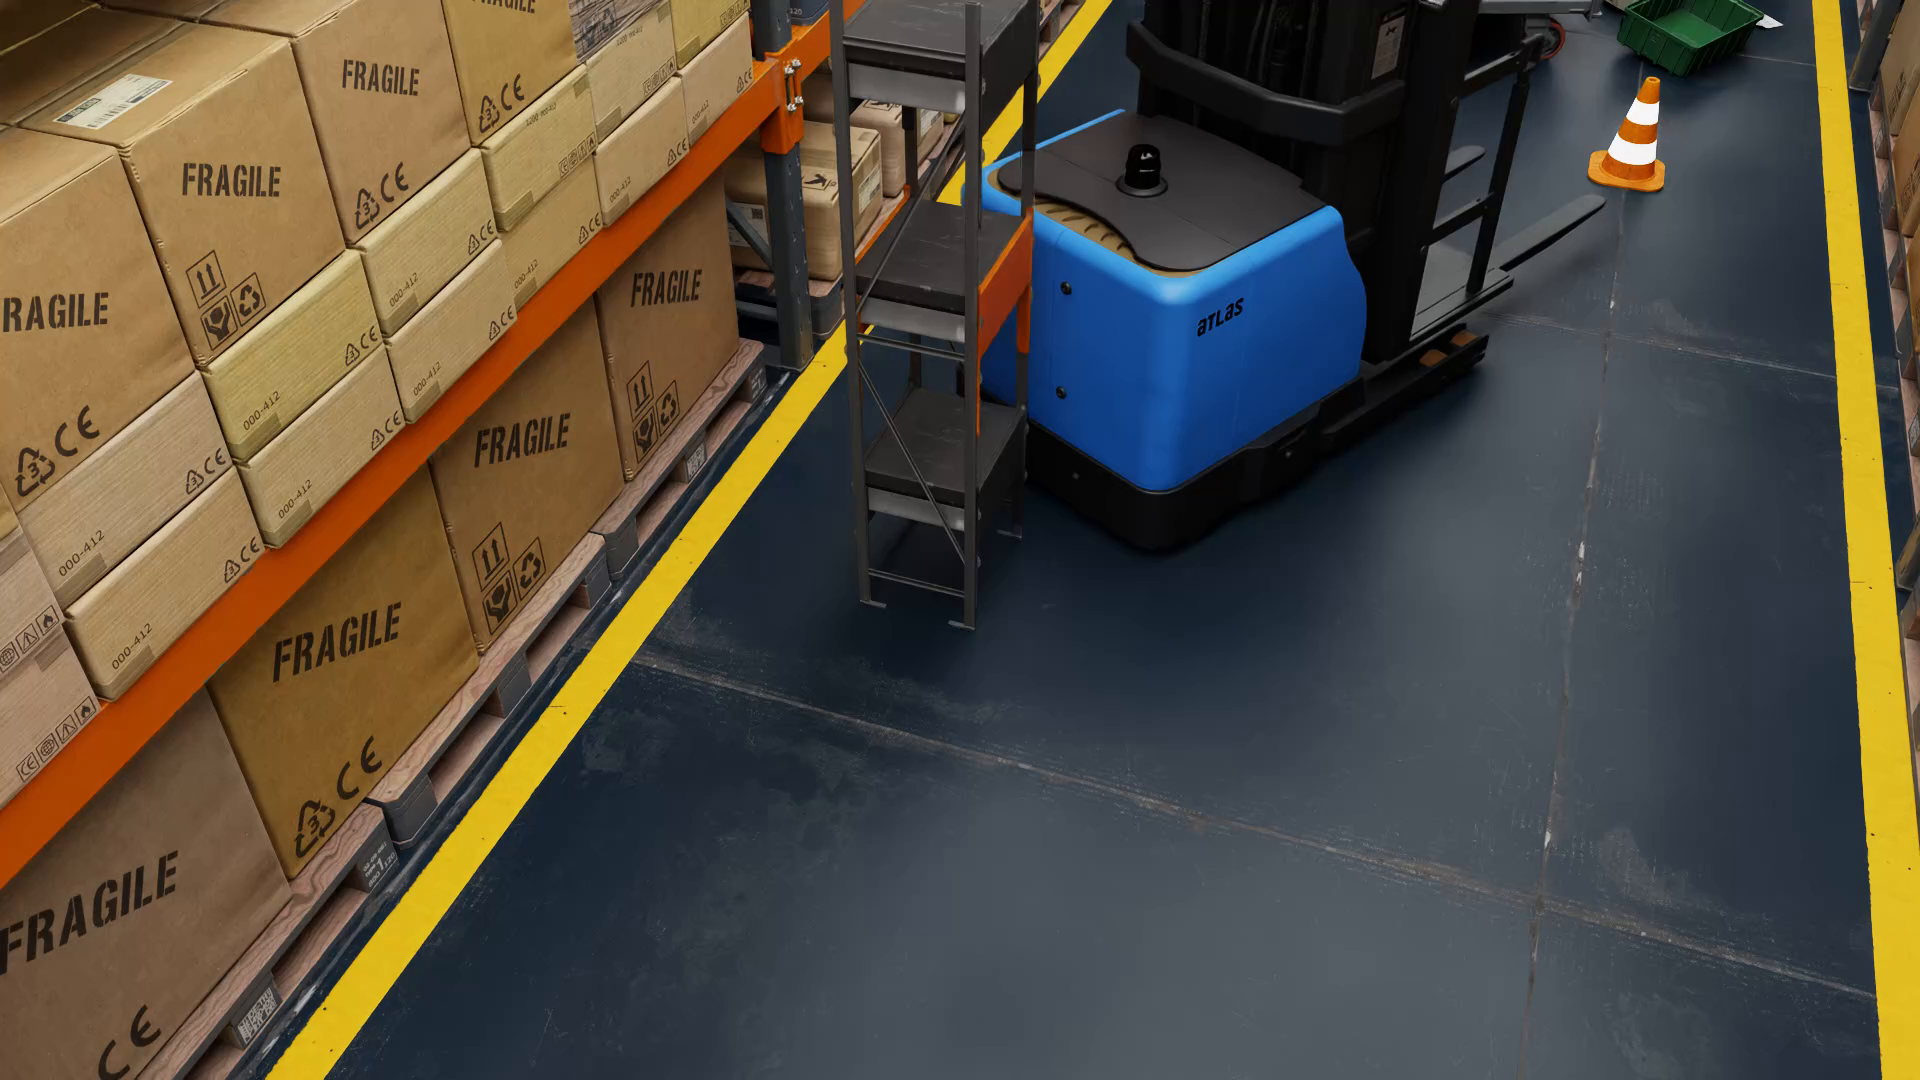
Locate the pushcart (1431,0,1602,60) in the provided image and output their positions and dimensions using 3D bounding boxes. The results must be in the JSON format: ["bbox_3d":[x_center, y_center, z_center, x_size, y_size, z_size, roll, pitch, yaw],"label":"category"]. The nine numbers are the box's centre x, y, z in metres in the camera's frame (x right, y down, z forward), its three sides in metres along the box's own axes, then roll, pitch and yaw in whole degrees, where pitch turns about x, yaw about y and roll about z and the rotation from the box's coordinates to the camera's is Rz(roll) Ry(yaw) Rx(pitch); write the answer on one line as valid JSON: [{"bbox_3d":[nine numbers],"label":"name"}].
[{"bbox_3d":[2.460,-2.904,8.863,1.648,0.377,0.936,0,40,0],"label":"pushcart"}]

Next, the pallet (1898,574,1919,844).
[{"bbox_3d":[3.350,0.636,4.842,1.003,0.211,1.213,13,42,15],"label":"pallet"}]

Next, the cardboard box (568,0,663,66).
[{"bbox_3d":[-1.167,-1.668,4.547,0.500,0.500,0.500,14,42,16],"label":"cardboard box"}]

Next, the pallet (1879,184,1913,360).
[{"bbox_3d":[4.378,-1.046,6.813,1.003,0.211,1.213,13,42,15],"label":"pallet"}]

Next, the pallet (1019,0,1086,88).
[{"bbox_3d":[0.035,-2.841,8.918,1.003,0.211,1.213,13,42,15],"label":"pallet"}]

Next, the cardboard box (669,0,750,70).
[{"bbox_3d":[-0.995,-1.719,5.184,0.500,0.250,0.500,13,42,15],"label":"cardboard box"}]

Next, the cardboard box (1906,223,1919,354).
[{"bbox_3d":[4.207,-1.090,6.126,1.050,0.750,0.750,14,42,16],"label":"cardboard box"}]

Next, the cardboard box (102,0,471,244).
[{"bbox_3d":[-1.522,-1.060,3.833,0.500,0.500,0.500,13,42,14],"label":"cardboard box"}]

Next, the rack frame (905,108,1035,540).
[{"bbox_3d":[0.027,-0.847,5.125,0.400,2.100,0.015,13,42,15],"label":"rack frame"}]

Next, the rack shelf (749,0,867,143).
[{"bbox_3d":[-0.384,-2.884,7.373,1.077,0.370,4.000,13,42,15],"label":"rack shelf"}]

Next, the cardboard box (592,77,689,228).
[{"bbox_3d":[-1.157,-1.200,4.960,0.500,0.250,0.500,14,42,16],"label":"cardboard box"}]

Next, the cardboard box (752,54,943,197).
[{"bbox_3d":[-0.620,-1.892,7.358,0.950,0.372,0.625,13,42,14],"label":"cardboard box"}]

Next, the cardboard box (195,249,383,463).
[{"bbox_3d":[-1.671,-0.463,3.712,0.500,0.250,0.500,14,42,16],"label":"cardboard box"}]

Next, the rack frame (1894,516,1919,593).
[{"bbox_3d":[3.618,-0.901,4.495,1.000,3.000,0.127,13,42,15],"label":"rack frame"}]

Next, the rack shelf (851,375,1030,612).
[{"bbox_3d":[-0.057,-0.155,5.413,0.431,0.518,0.480,13,42,15],"label":"rack shelf"}]

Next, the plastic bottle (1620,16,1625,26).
[{"bbox_3d":[3.662,-2.726,8.898,0.133,0.061,0.283,-7,41,-8],"label":"plastic bottle"}]

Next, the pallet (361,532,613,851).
[{"bbox_3d":[-1.827,0.329,5.202,1.003,0.211,1.213,13,42,15],"label":"pallet"}]

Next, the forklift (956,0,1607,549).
[{"bbox_3d":[1.421,-1.909,5.730,3.031,2.935,1.130,-30,49,-31],"label":"forklift"}]

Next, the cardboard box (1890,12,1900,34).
[{"bbox_3d":[5.267,-3.060,8.339,0.875,0.875,0.875,14,42,16],"label":"cardboard box"}]

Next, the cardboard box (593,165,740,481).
[{"bbox_3d":[-1.382,-0.886,5.791,0.875,0.875,0.875,13,42,15],"label":"cardboard box"}]

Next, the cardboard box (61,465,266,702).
[{"bbox_3d":[-1.862,0.033,3.516,0.500,0.250,0.500,12,42,14],"label":"cardboard box"}]

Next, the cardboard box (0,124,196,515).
[{"bbox_3d":[-1.867,-0.438,3.104,0.500,0.500,0.500,13,42,15],"label":"cardboard box"}]

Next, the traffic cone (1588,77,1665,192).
[{"bbox_3d":[3.109,-1.893,7.612,0.336,0.463,0.334,13,42,15],"label":"traffic cone"}]

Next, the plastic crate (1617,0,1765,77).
[{"bbox_3d":[3.814,-2.689,8.713,0.662,0.188,0.450,-29,58,-29],"label":"plastic crate"}]

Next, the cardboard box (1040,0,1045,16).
[{"bbox_3d":[-0.120,-2.778,8.396,0.950,0.372,0.625,16,43,18],"label":"cardboard box"}]

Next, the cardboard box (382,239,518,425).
[{"bbox_3d":[-1.492,-0.579,4.233,0.500,0.250,0.500,13,42,14],"label":"cardboard box"}]

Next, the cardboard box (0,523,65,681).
[{"bbox_3d":[-2.020,0.163,2.978,0.500,0.250,0.500,12,42,14],"label":"cardboard box"}]

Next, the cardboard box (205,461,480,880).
[{"bbox_3d":[-1.997,0.202,4.516,0.875,0.875,0.875,14,43,16],"label":"cardboard box"}]

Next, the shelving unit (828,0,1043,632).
[{"bbox_3d":[-0.057,-0.698,4.950,0.431,2.100,0.503,13,42,15],"label":"shelving unit"}]

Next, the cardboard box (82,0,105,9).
[{"bbox_3d":[-1.994,-1.186,3.981,0.500,0.500,0.500,14,42,16],"label":"cardboard box"}]

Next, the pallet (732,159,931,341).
[{"bbox_3d":[-0.799,-1.353,7.174,1.003,0.211,1.213,13,42,15],"label":"pallet"}]

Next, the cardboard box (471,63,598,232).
[{"bbox_3d":[-1.322,-1.089,4.445,0.500,0.250,0.500,12,42,14],"label":"cardboard box"}]

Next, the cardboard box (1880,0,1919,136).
[{"bbox_3d":[4.858,-2.246,7.481,1.050,0.750,0.750,13,42,15],"label":"cardboard box"}]

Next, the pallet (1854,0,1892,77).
[{"bbox_3d":[5.320,-2.726,8.783,1.003,0.211,1.213,13,42,15],"label":"pallet"}]
